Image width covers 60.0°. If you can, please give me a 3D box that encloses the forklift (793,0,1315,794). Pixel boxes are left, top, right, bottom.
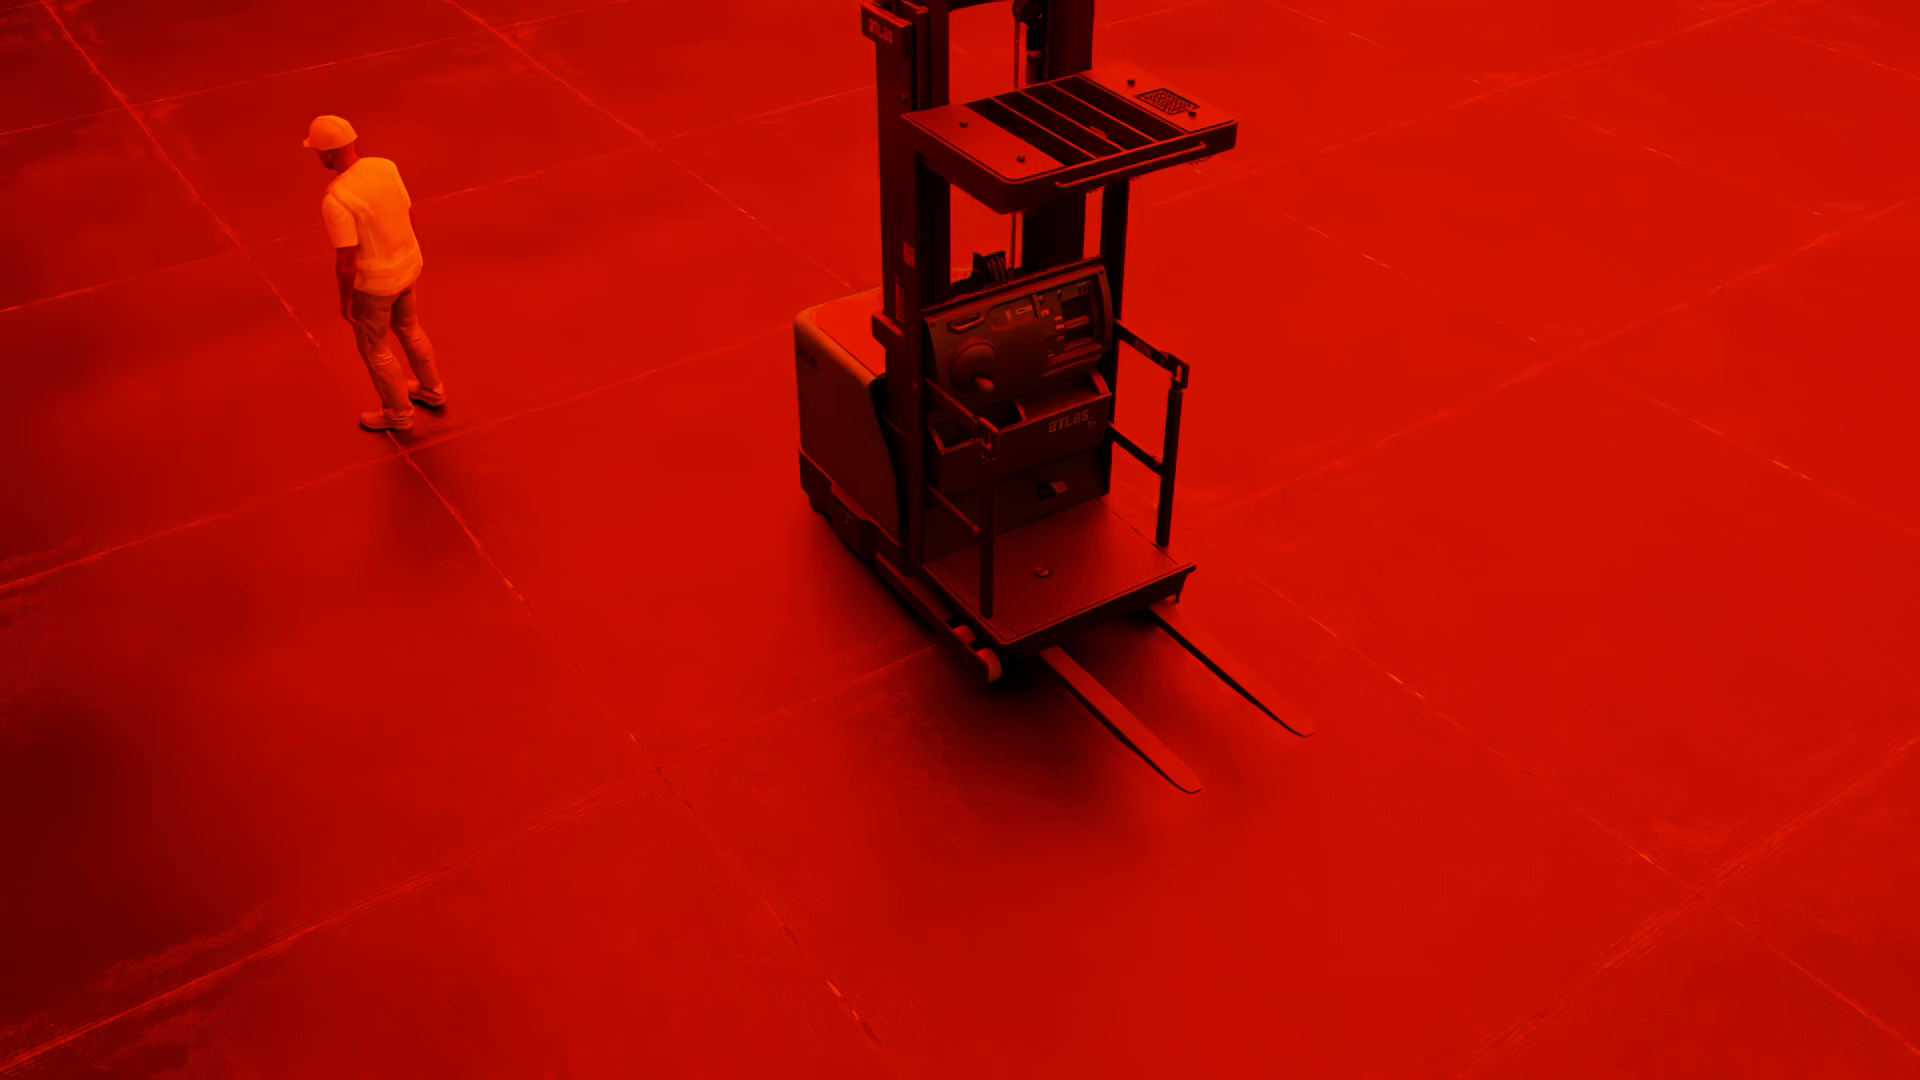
[{"bbox_3d":[0.386,-0.846,7.089,1.130,2.935,3.031,-21,41,-26],"label":"forklift"}]

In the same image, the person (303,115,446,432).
[{"bbox_3d":[-3.107,-1.416,8.849,0.454,1.759,0.628,13,38,17],"label":"person"}]
